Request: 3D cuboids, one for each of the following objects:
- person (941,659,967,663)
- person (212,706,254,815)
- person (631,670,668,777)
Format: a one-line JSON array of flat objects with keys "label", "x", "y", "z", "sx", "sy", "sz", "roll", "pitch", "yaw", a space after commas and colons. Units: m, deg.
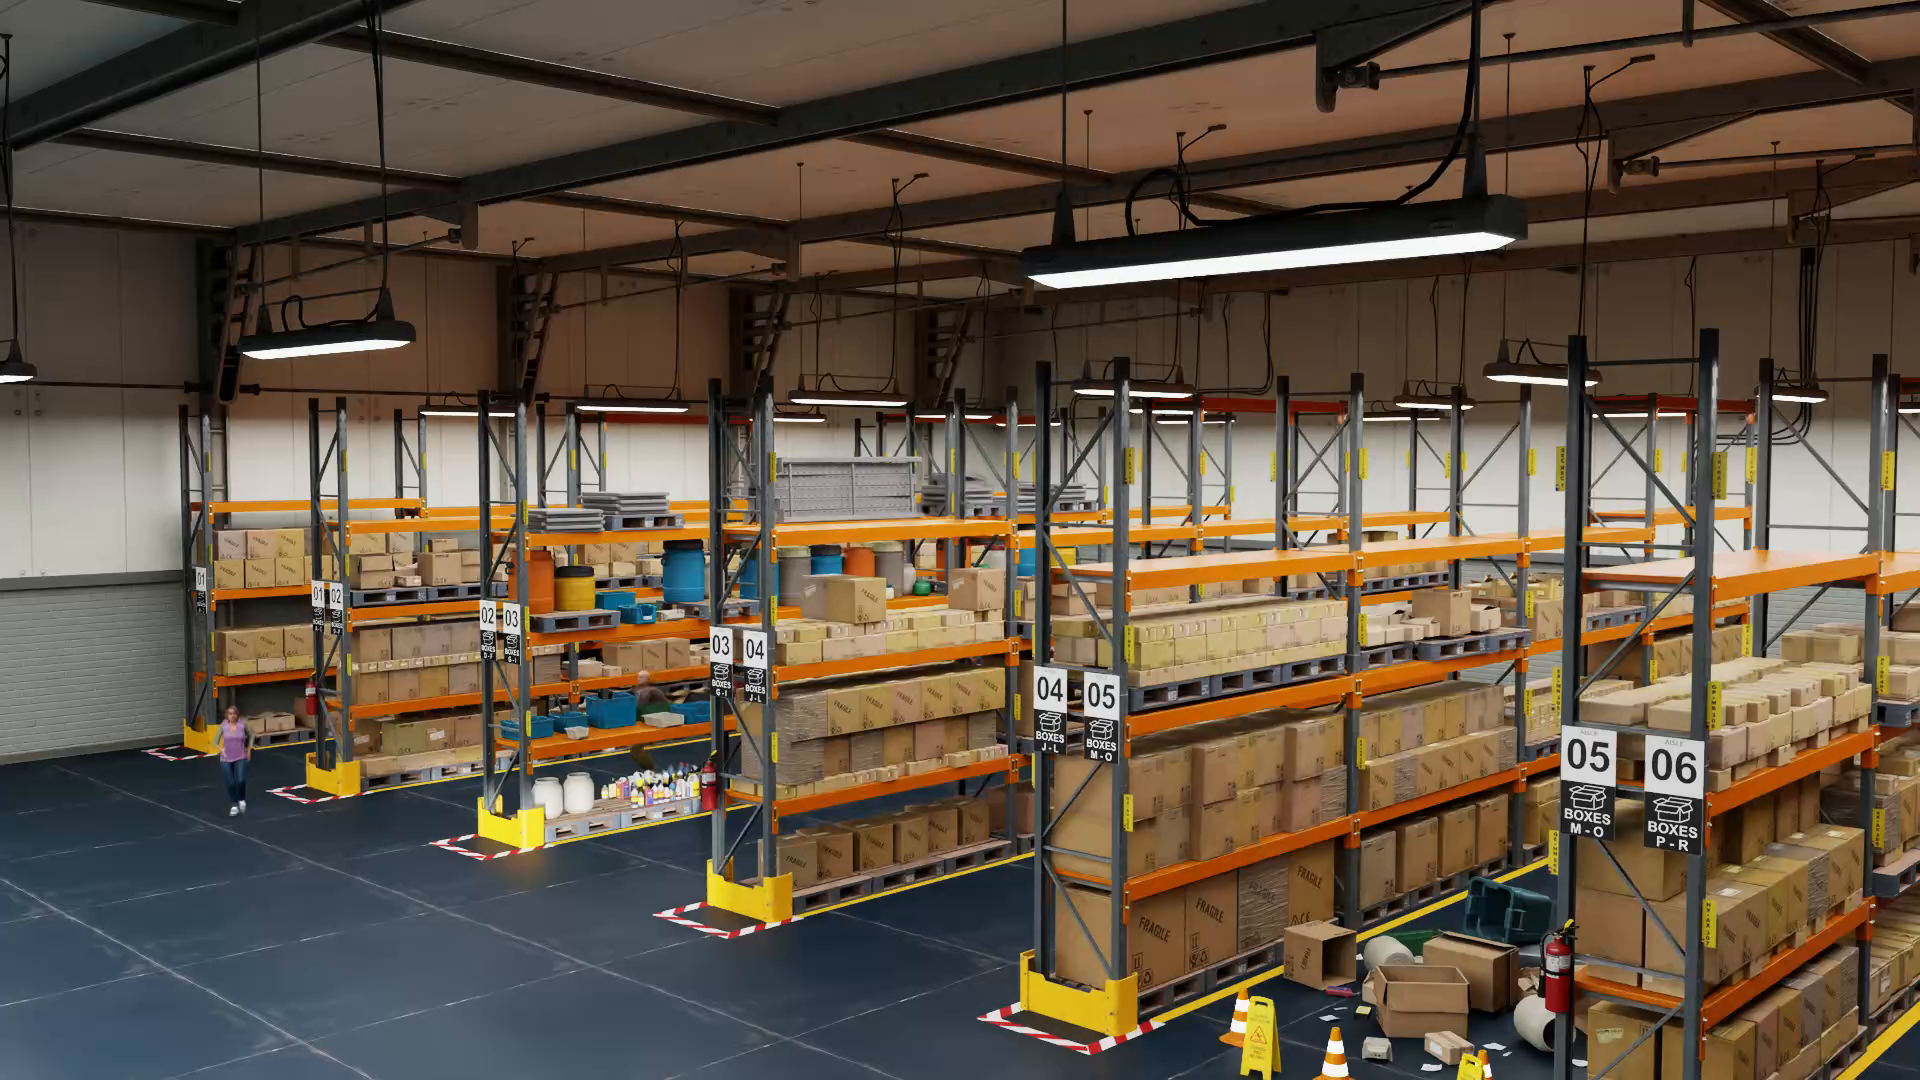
[{"label": "person", "x": -0.173, "y": 2.575, "z": 32.104, "sx": 0.677, "sy": 1.768, "sz": 0.988, "roll": 2, "pitch": 4, "yaw": 32}, {"label": "person", "x": -10.304, "y": 3.134, "z": 23.590, "sx": 0.546, "sy": 1.567, "sz": 0.564, "roll": -1, "pitch": 3, "yaw": -22}, {"label": "person", "x": -4.984, "y": 2.924, "z": 25.901, "sx": 0.692, "sy": 1.772, "sz": 0.686, "roll": 3, "pitch": 4, "yaw": 41}]
